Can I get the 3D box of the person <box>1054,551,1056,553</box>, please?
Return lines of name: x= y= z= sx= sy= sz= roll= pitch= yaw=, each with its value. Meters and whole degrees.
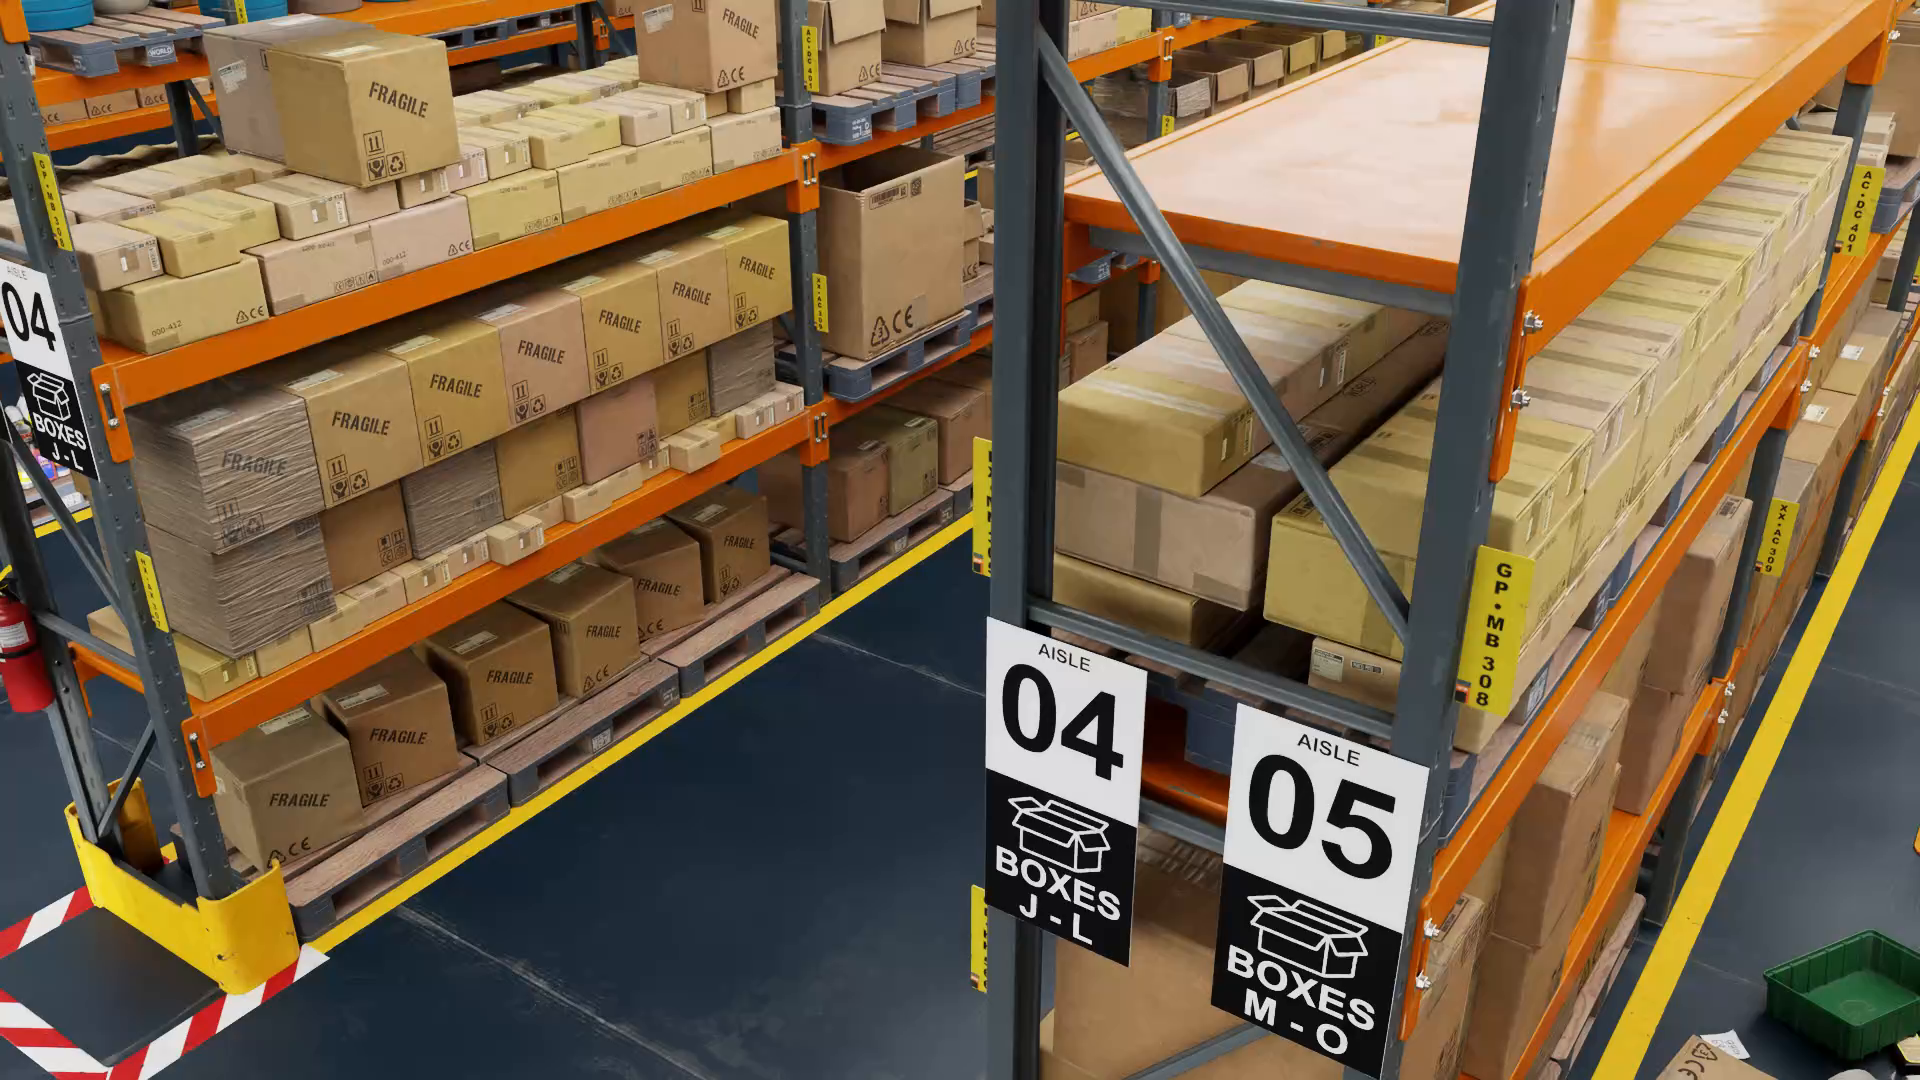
person: x=0.485 y=0.123 z=8.937 sx=0.346 sy=1.575 sz=0.464 roll=17 pitch=32 yaw=30
